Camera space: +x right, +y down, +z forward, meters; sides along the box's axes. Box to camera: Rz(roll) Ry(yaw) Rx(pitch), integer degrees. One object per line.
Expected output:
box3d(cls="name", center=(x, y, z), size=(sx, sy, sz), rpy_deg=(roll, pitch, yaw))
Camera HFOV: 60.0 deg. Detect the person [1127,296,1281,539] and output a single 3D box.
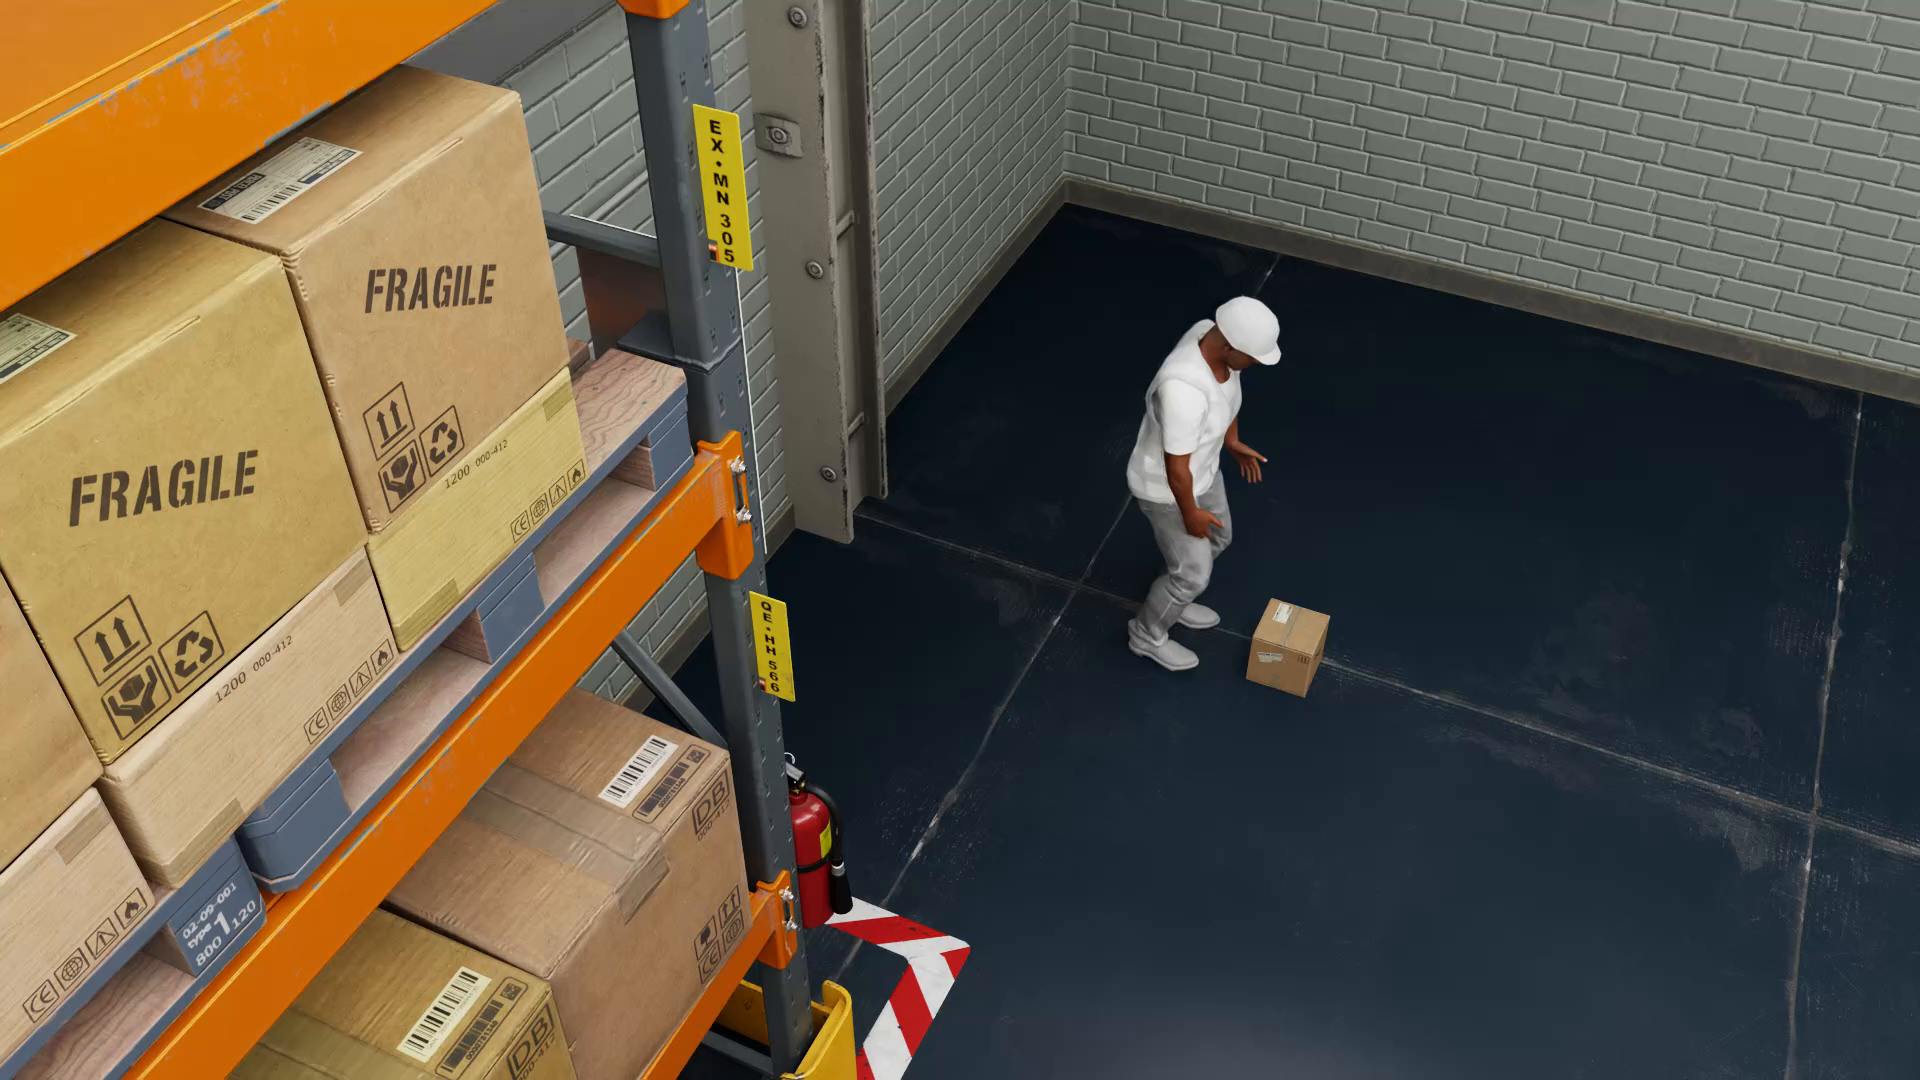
box3d(cls="person", center=(0.923, -0.506, 6.240), size=(0.491, 0.998, 0.599), rpy_deg=(18, 45, 19))
